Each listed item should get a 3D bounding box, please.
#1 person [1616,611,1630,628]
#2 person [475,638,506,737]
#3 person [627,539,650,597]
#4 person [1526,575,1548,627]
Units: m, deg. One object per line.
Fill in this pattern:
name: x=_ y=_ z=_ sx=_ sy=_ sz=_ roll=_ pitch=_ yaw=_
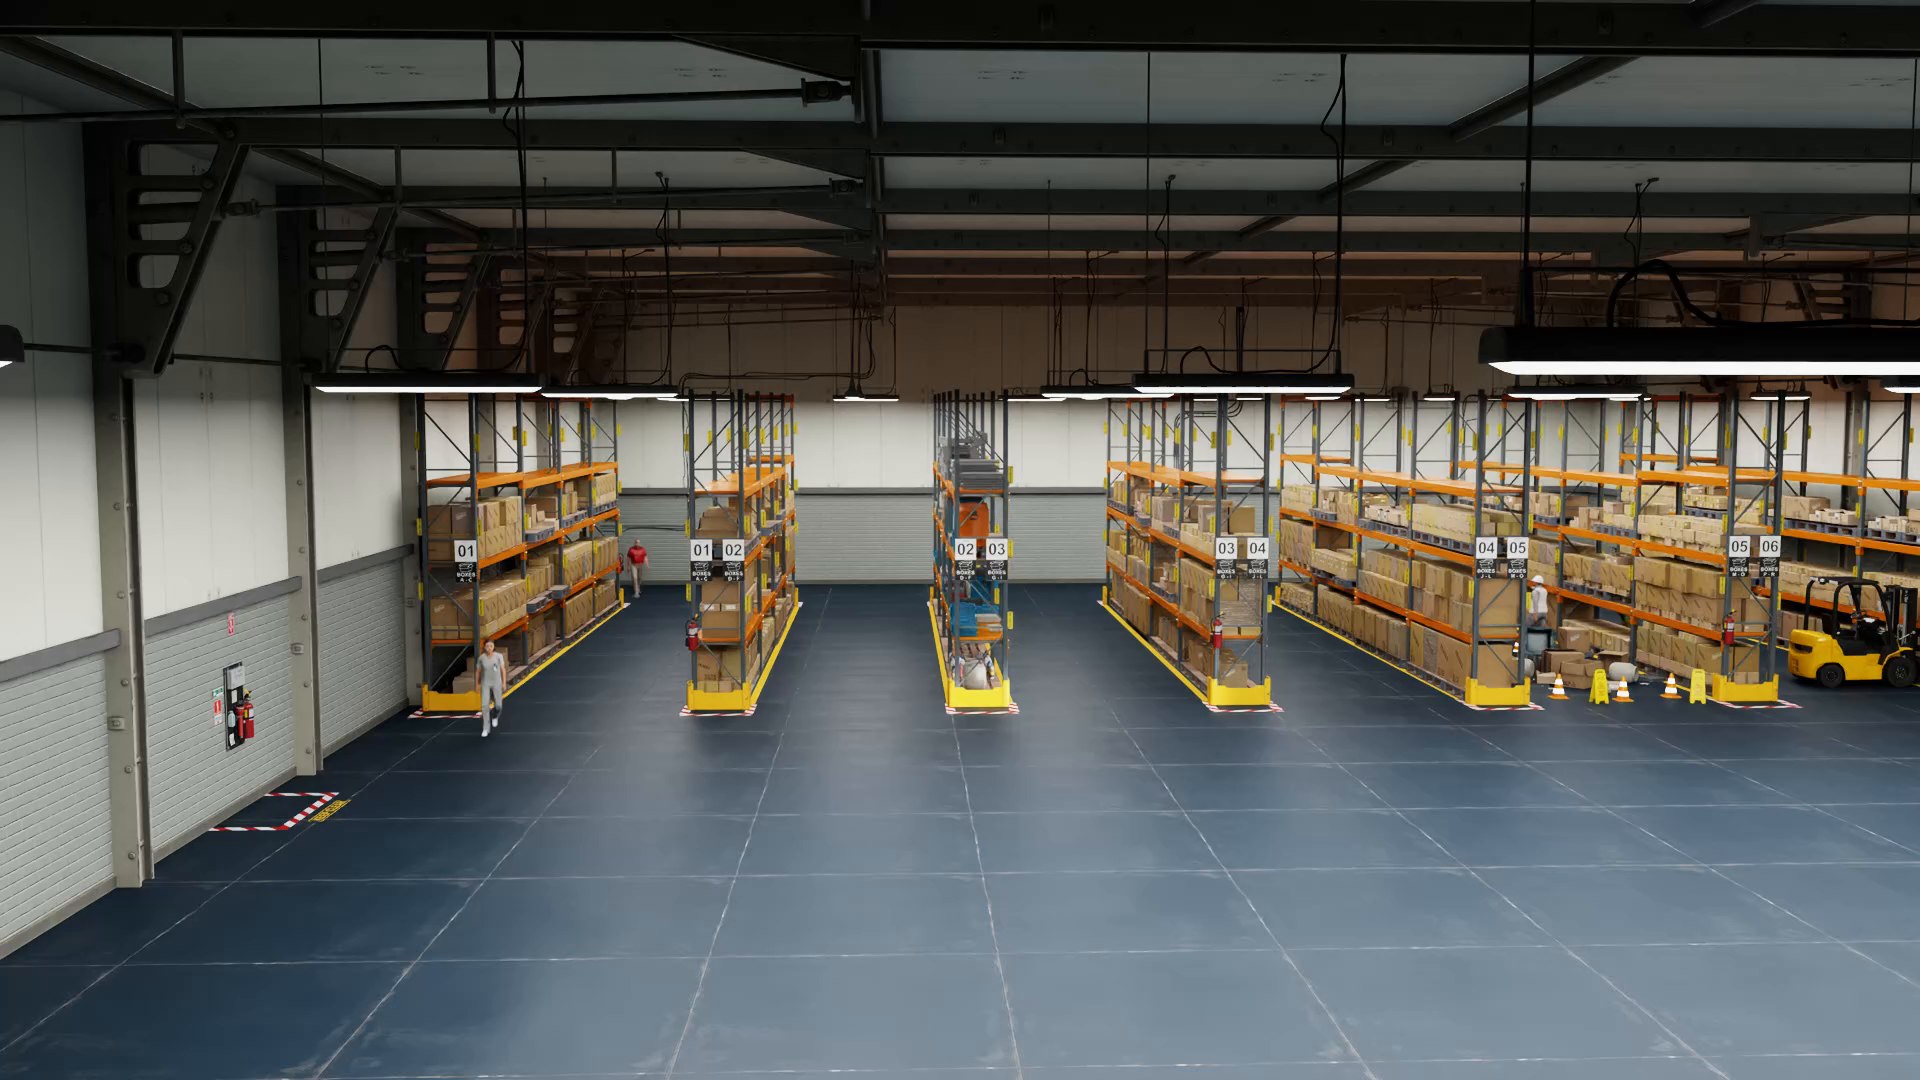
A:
person: x=17.051 y=1.359 z=42.558 sx=0.602 sy=1.791 sz=0.467 roll=-3 pitch=5 yaw=-31
person: x=-8.179 y=2.540 z=28.974 sx=0.535 sy=1.671 sz=0.713 roll=-1 pitch=5 yaw=-12
person: x=-9.613 y=0.814 z=49.679 sx=0.597 sy=1.693 sz=1.007 roll=-2 pitch=5 yaw=-27
person: x=13.404 y=1.710 z=38.449 sx=0.525 sy=1.782 sz=0.617 roll=-2 pitch=5 yaw=-21
